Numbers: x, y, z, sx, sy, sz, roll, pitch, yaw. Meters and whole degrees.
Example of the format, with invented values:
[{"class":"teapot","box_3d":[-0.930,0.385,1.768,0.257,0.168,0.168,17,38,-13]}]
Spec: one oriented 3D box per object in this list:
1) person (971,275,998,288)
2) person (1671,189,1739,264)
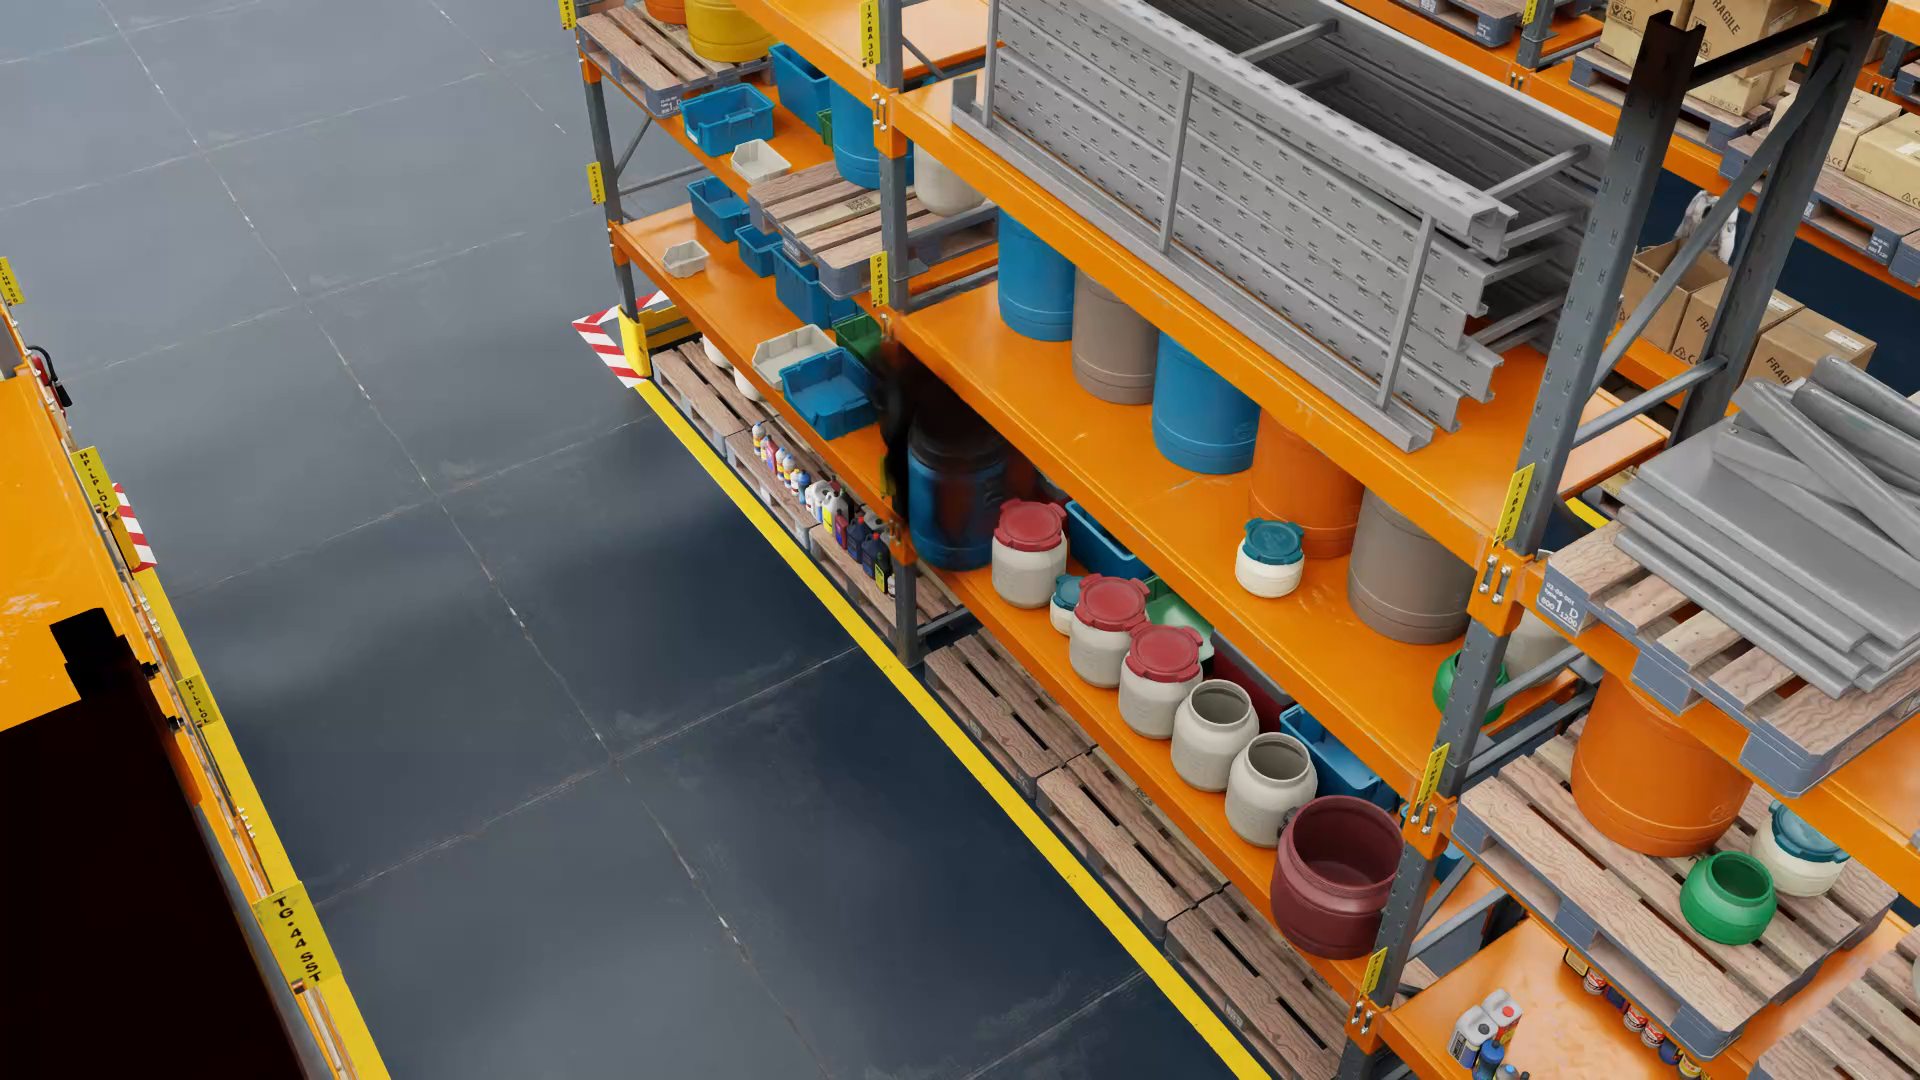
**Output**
[{"class":"person","box_3d":[0.132,-2.531,13.077,0.525,1.458,0.567,-24,48,-24]},{"class":"person","box_3d":[5.699,-2.126,12.859,0.527,1.704,0.617,0,43,0]}]
